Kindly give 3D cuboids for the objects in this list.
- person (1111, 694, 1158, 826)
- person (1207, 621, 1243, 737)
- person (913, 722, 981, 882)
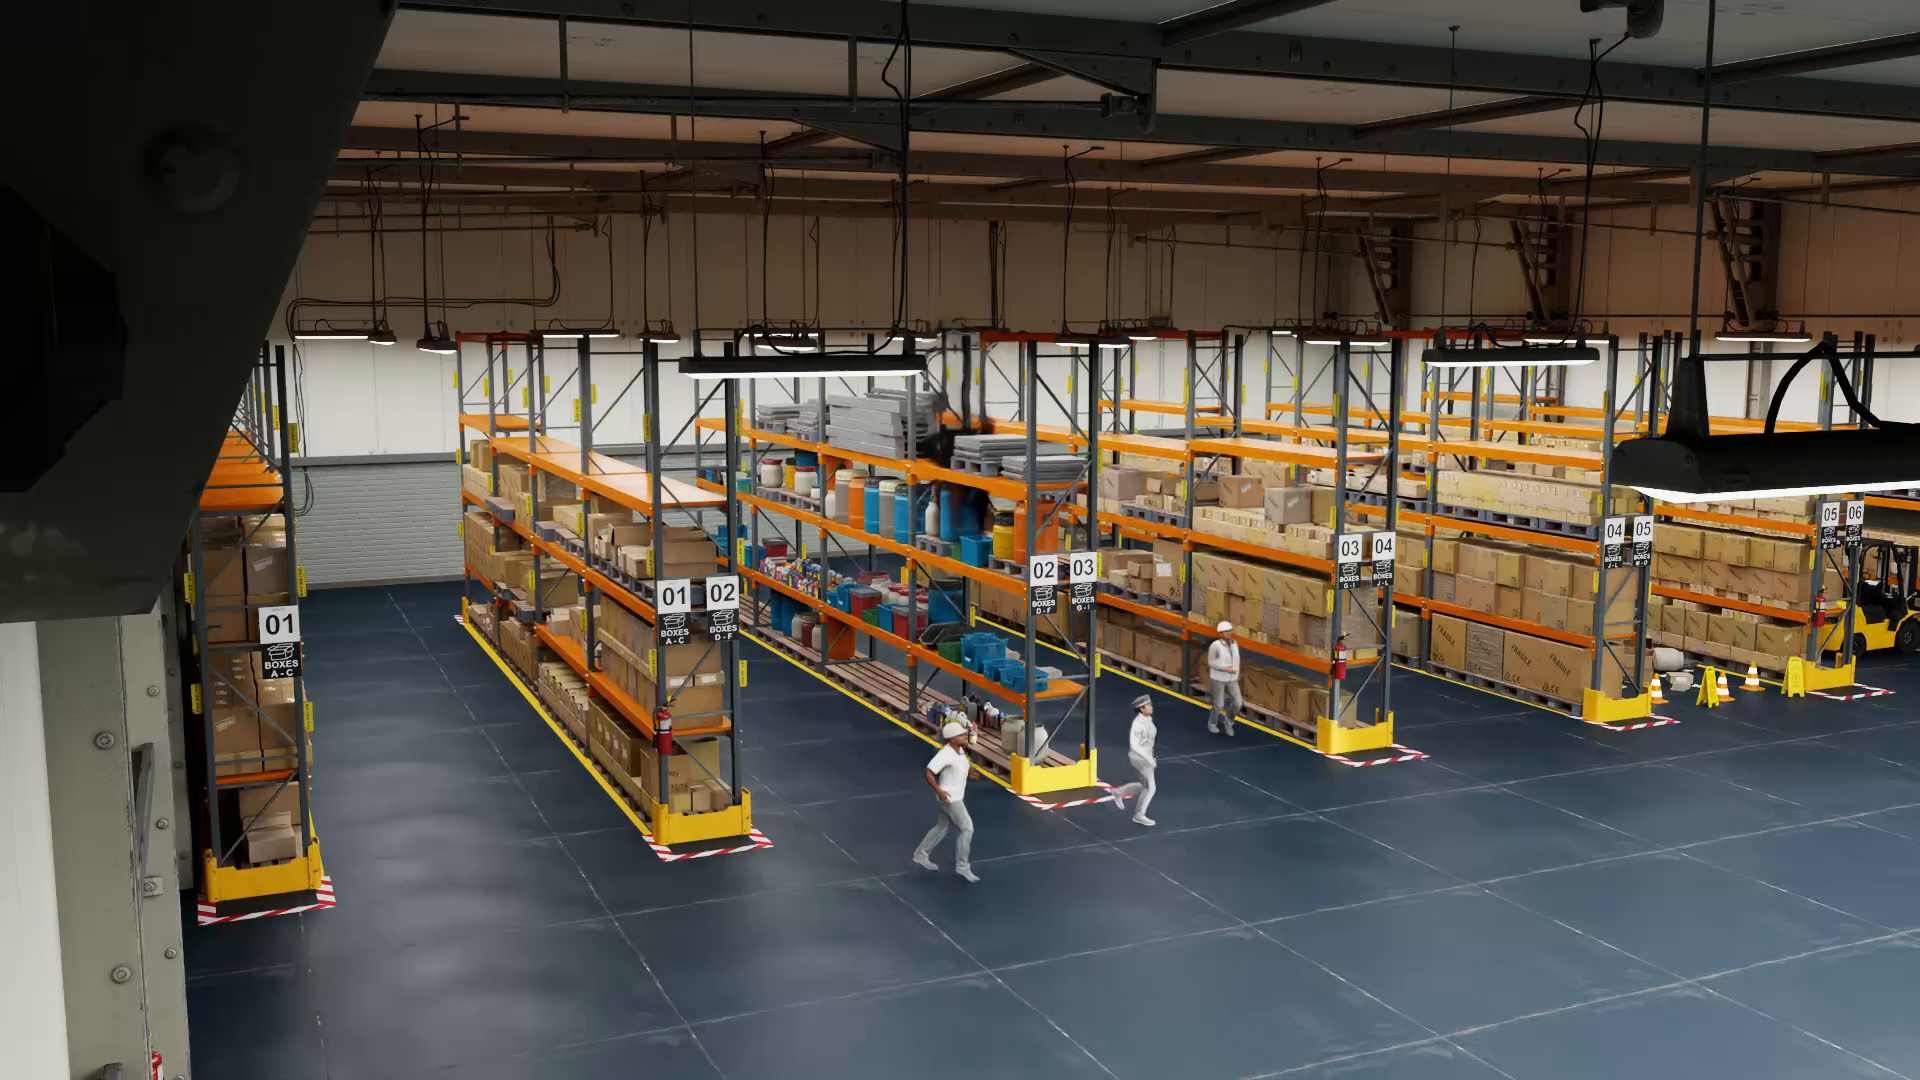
[{"bbox_3d":[2.190,2.725,20.806,0.613,1.663,0.627,2,8,17],"label":"person"},{"bbox_3d":[4.010,2.110,25.011,0.677,1.799,0.698,-4,8,-24],"label":"person"},{"bbox_3d":[-0.154,2.942,18.777,0.781,1.827,0.686,1,8,6],"label":"person"}]
